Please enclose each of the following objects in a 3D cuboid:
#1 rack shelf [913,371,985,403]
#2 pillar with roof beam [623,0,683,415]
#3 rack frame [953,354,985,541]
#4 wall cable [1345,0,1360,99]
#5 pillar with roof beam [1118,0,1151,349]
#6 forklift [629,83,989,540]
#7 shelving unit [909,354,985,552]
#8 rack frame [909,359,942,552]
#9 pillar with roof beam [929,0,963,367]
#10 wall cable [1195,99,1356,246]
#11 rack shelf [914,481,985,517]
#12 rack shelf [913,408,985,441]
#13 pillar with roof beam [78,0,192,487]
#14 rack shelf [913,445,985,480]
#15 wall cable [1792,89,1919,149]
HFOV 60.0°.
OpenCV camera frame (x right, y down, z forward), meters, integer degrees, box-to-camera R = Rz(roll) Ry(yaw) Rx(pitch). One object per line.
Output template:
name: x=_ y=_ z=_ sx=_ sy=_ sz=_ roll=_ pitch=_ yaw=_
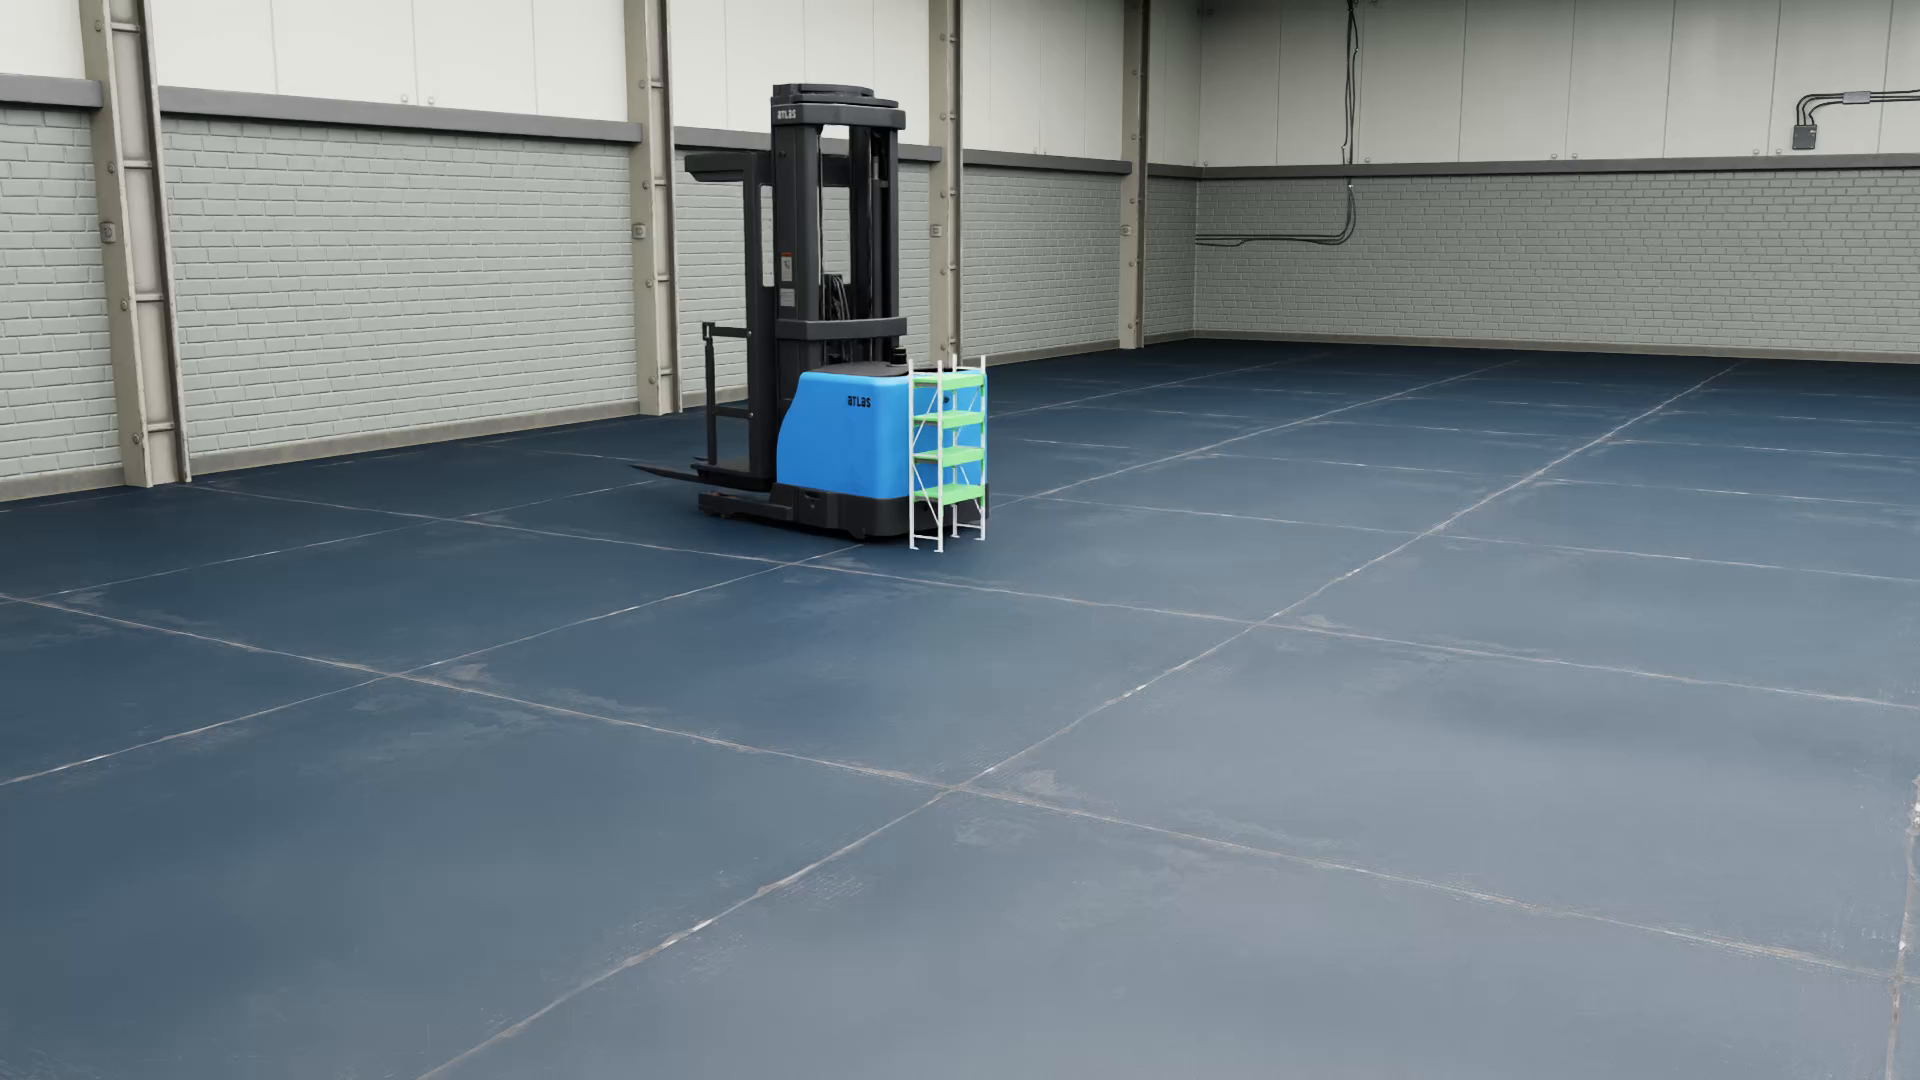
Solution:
rack shelf: x=-0.079 y=-0.971 z=10.533 sx=0.258 sy=0.148 sz=0.480 roll=7 pitch=13 yaw=33
pillar with roof beam: x=0.372 y=-5.413 z=15.331 sx=9.100 sy=9.000 sz=0.400 roll=6 pitch=12 yaw=31
rack frame: x=0.057 y=-0.599 z=10.809 sx=0.240 sy=1.200 sz=0.015 roll=7 pitch=13 yaw=33
wall cable: x=7.895 y=-8.747 z=27.849 sx=3.097 sy=2.526 sz=0.112 roll=6 pitch=12 yaw=31
pillar with roof beam: x=6.602 y=-7.301 z=25.411 sx=9.100 sy=9.000 sz=0.400 roll=6 pitch=12 yaw=31
forklift: x=-1.213 y=-1.648 z=11.707 sx=3.031 sy=2.935 sz=1.130 roll=10 pitch=15 yaw=43
shelving unit: x=-0.079 y=-0.562 z=10.610 sx=0.258 sy=1.200 sz=0.503 roll=7 pitch=13 yaw=33
rack frame: x=-0.215 y=-0.525 z=10.411 sx=0.240 sy=1.200 sz=0.015 roll=7 pitch=13 yaw=33
pillar with roof beam: x=3.487 y=-6.357 z=20.371 sx=9.100 sy=9.000 sz=0.400 roll=6 pitch=12 yaw=31
wall cable: x=5.582 y=-6.523 z=29.694 sx=3.097 sy=2.526 sz=0.112 roll=6 pitch=12 yaw=31
rack shelf: x=-0.079 y=-0.263 z=10.666 sx=0.258 sy=0.148 sz=0.480 roll=7 pitch=13 yaw=33
rack shelf: x=-0.079 y=-0.735 z=10.577 sx=0.258 sy=0.148 sz=0.480 roll=7 pitch=13 yaw=33
pillar with roof beam: x=-2.743 y=-4.470 z=10.290 sx=9.100 sy=9.000 sz=0.400 roll=6 pitch=12 yaw=31
rack shelf: x=-0.079 y=-0.499 z=10.622 sx=0.258 sy=0.148 sz=0.480 roll=7 pitch=13 yaw=33
wall cable: x=13.688 y=-8.811 z=24.237 sx=2.305 sy=6.003 sz=0.169 roll=6 pitch=12 yaw=31
